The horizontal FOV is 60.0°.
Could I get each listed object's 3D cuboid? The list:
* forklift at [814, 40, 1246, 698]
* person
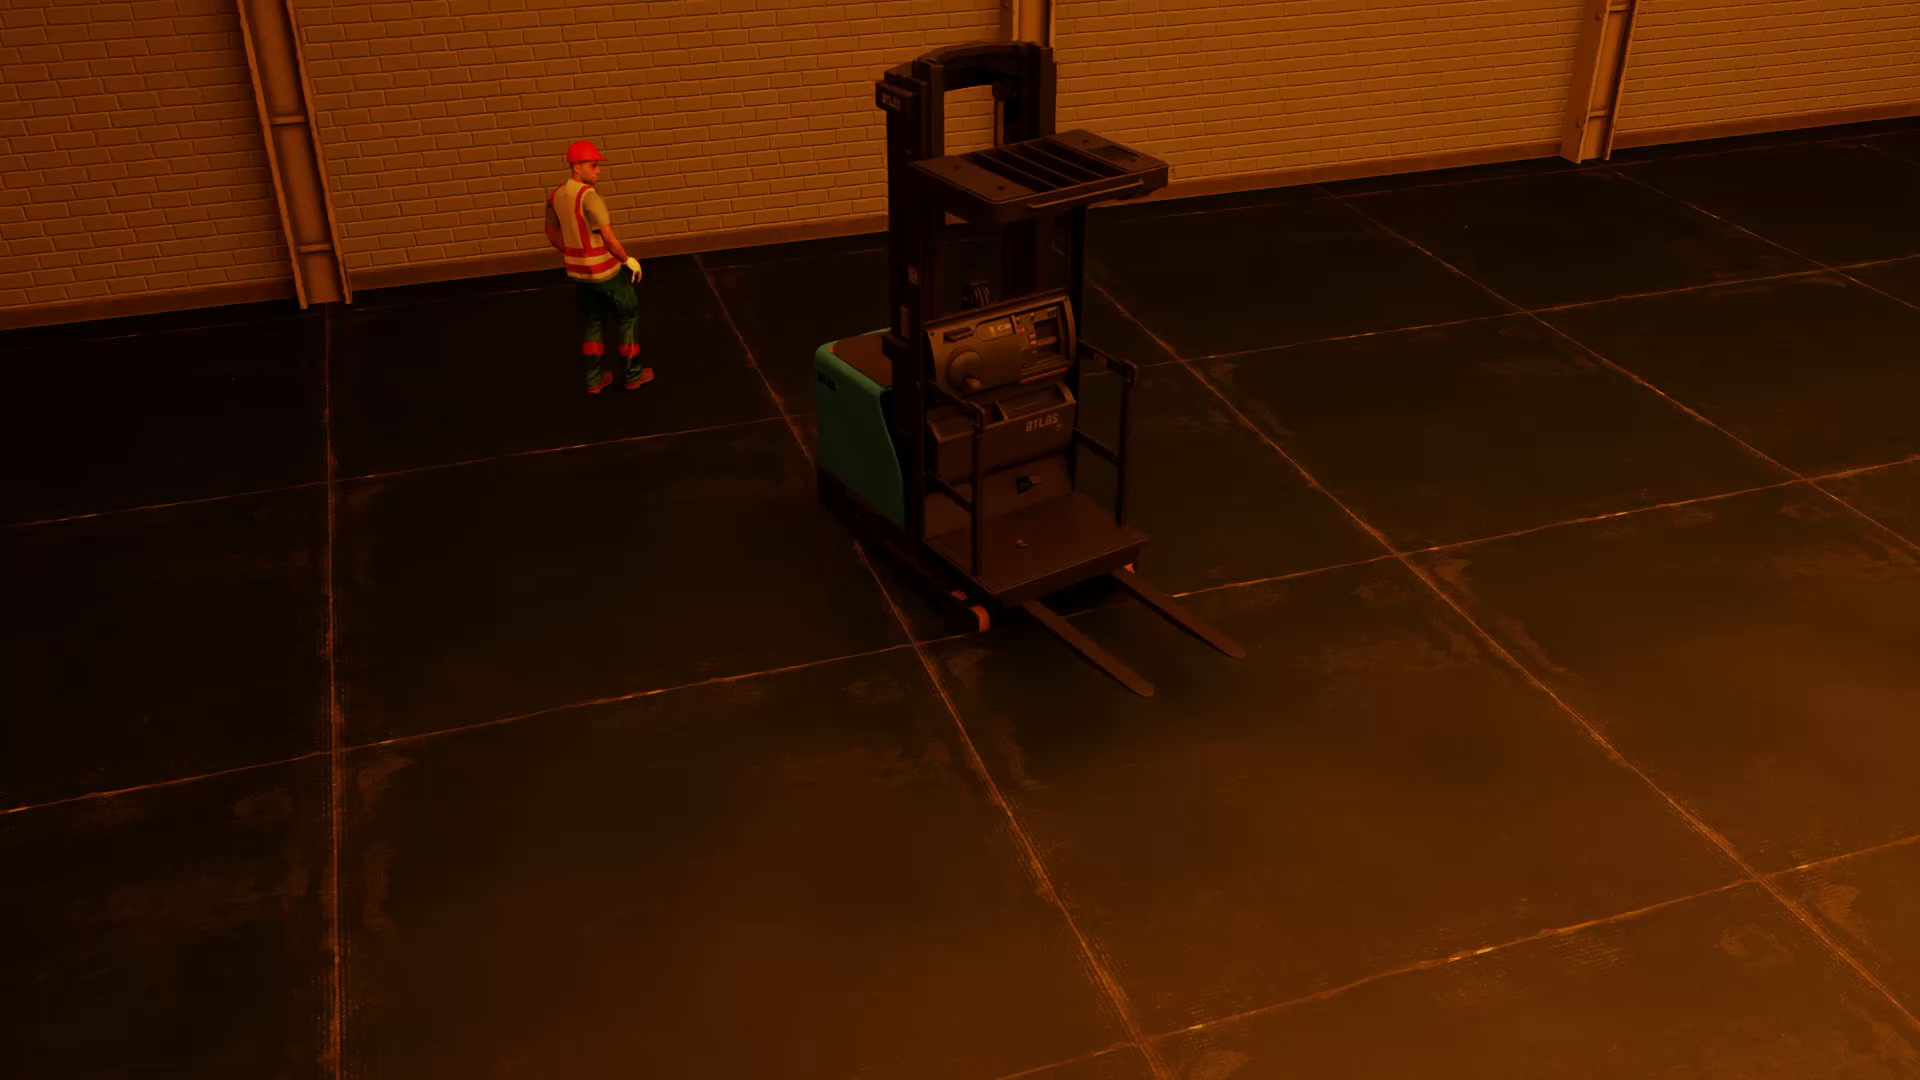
[{"bbox_3d":[0.352,-1.019,8.858,1.130,2.935,3.031,-18,35,-29],"label":"forklift"},{"bbox_3d":[-2.493,-1.890,11.547,0.757,1.761,0.506,17,34,26],"label":"person"}]
